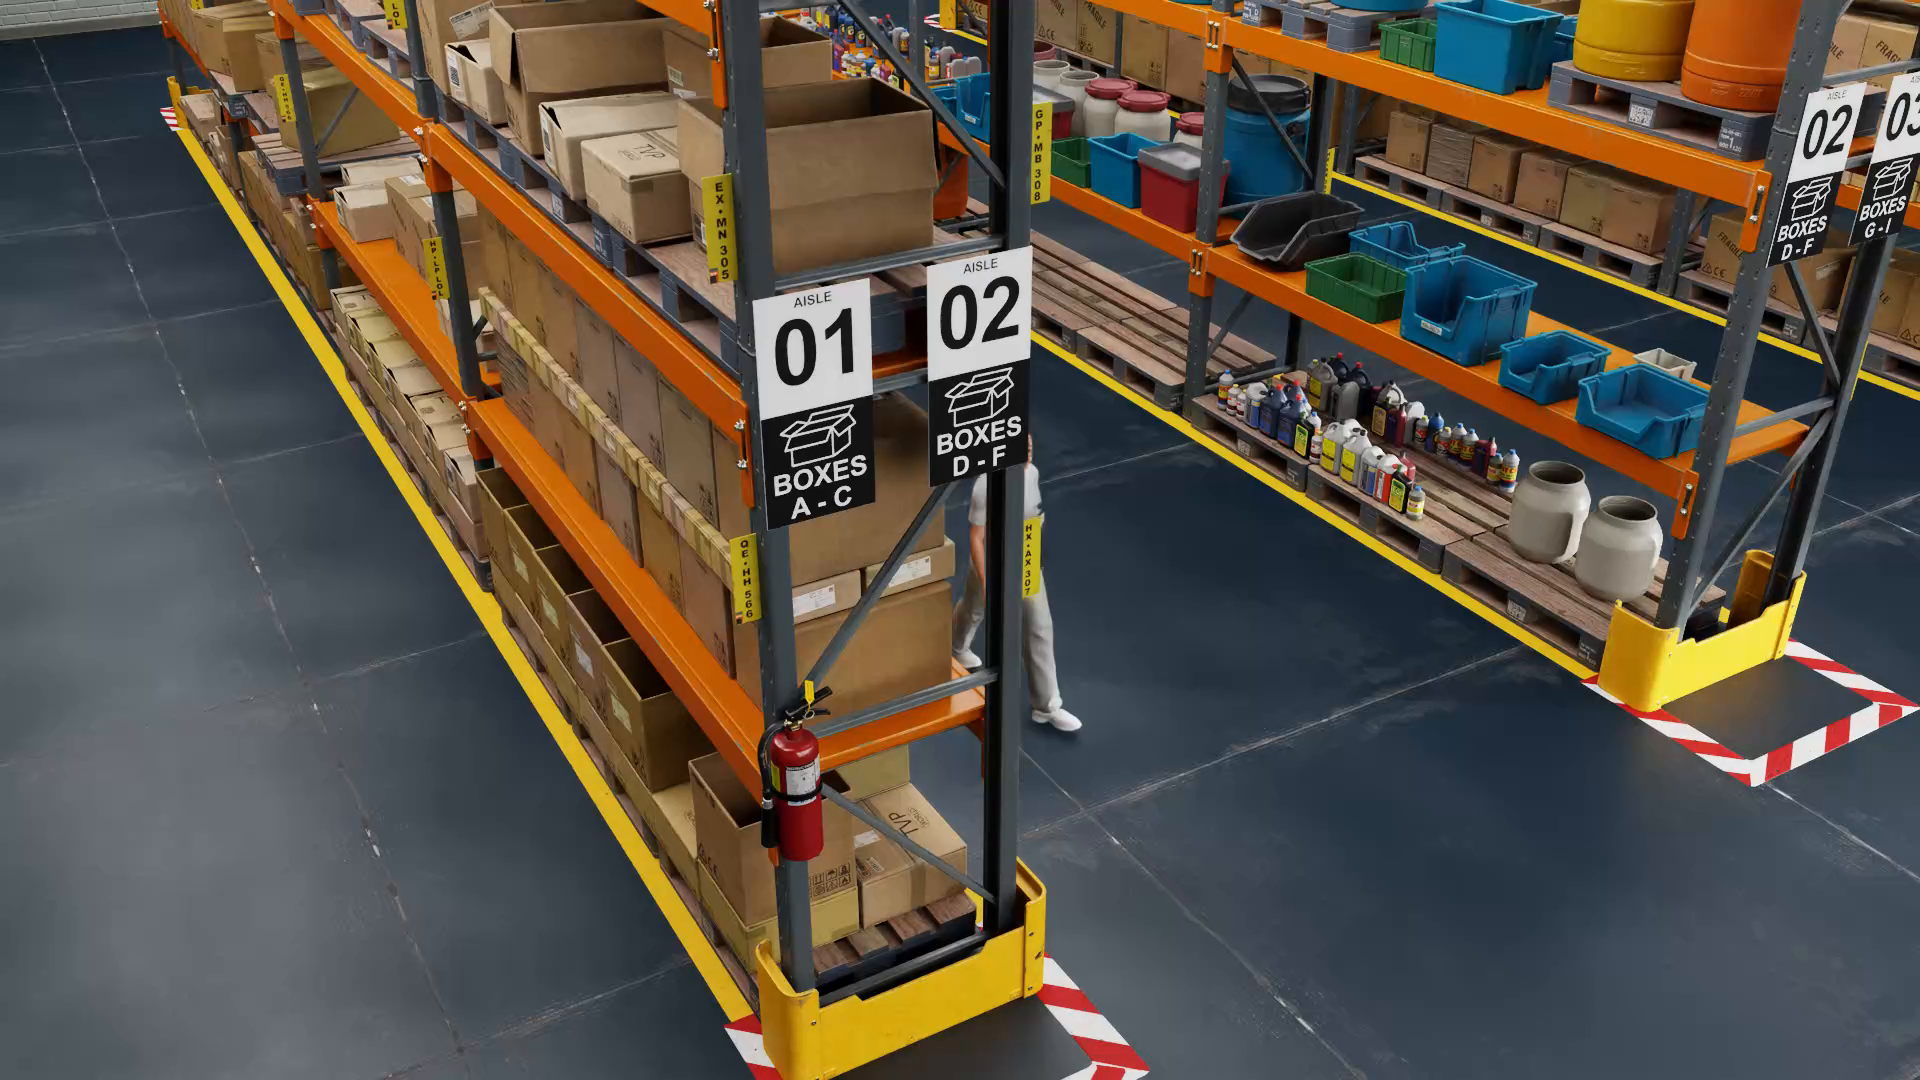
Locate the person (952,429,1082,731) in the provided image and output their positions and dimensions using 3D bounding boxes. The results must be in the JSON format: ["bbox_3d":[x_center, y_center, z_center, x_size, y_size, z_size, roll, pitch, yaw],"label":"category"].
[{"bbox_3d":[0.221,0.121,8.363,0.464,1.610,1.053,-17,34,-28],"label":"person"}]
